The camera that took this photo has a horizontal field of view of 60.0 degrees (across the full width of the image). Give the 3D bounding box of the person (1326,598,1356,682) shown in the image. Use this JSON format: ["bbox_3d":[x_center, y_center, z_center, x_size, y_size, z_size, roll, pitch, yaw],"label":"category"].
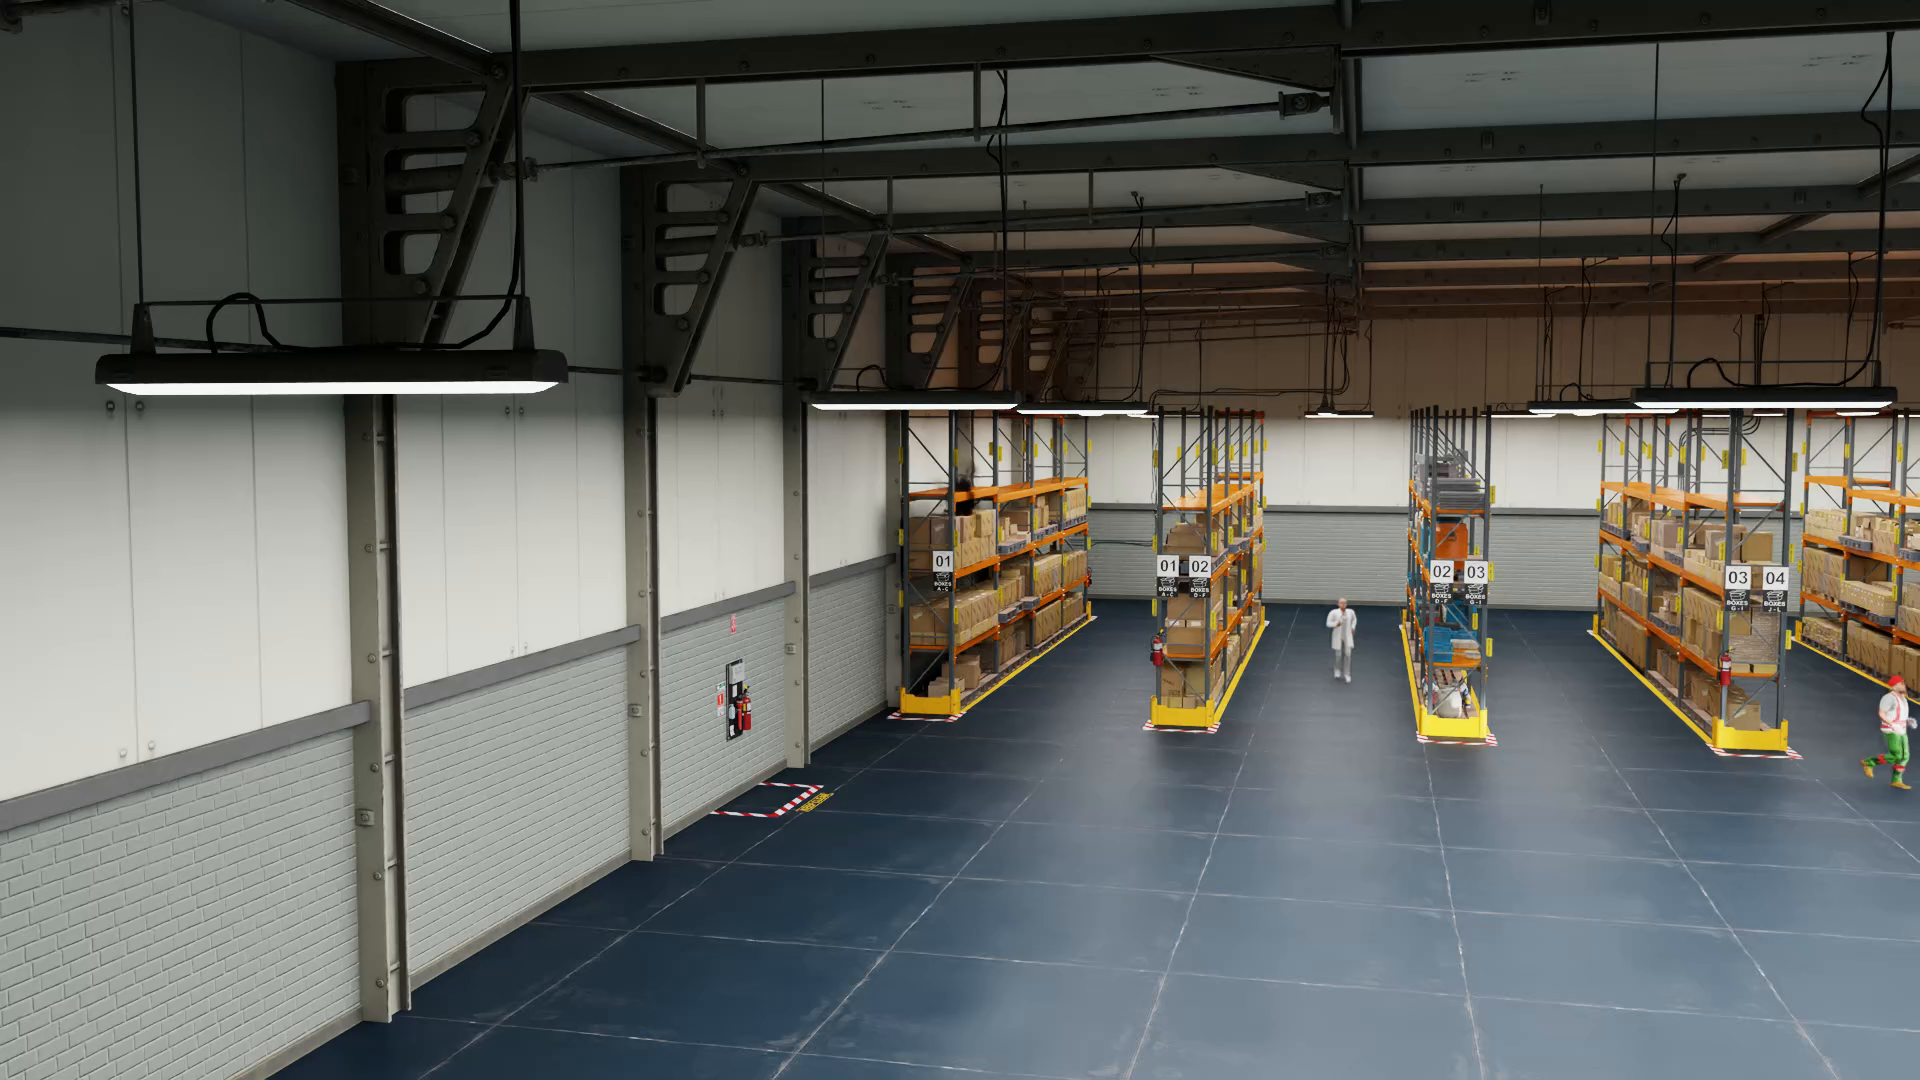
[{"bbox_3d":[8.420,2.174,36.636,0.701,1.792,0.949,0,4,2],"label":"person"}]

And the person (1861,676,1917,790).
[{"bbox_3d":[14.578,2.987,26.045,0.657,1.764,0.700,-3,5,-37],"label":"person"}]

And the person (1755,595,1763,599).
[{"bbox_3d":[20.485,1.927,42.925,0.580,1.489,0.772,1,4,20],"label":"person"}]
